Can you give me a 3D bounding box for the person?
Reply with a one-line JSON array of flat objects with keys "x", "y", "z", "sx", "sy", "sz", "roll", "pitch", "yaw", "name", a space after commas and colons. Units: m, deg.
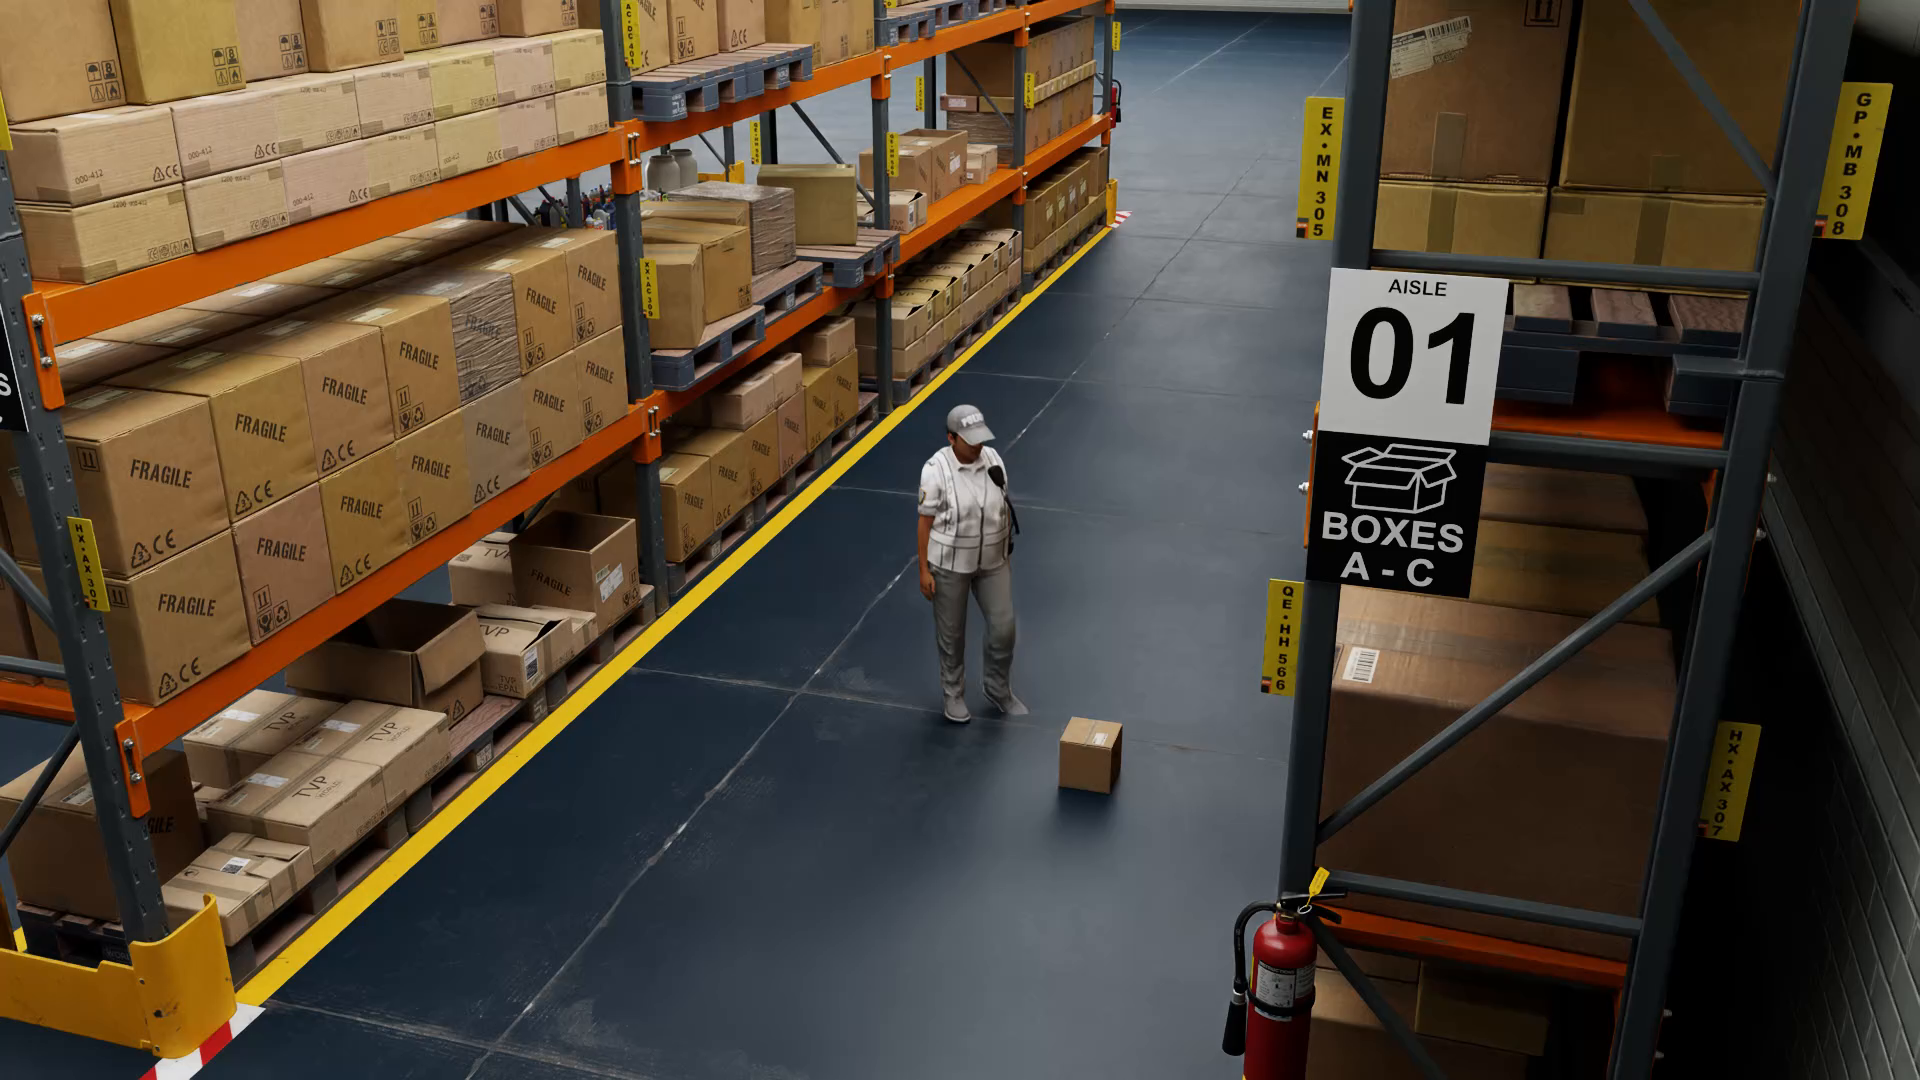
[{"x": 0.066, "y": 0.140, "z": 8.280, "sx": 0.569, "sy": 1.720, "sz": 0.400, "roll": -8, "pitch": 24, "yaw": -20, "name": "person"}]
